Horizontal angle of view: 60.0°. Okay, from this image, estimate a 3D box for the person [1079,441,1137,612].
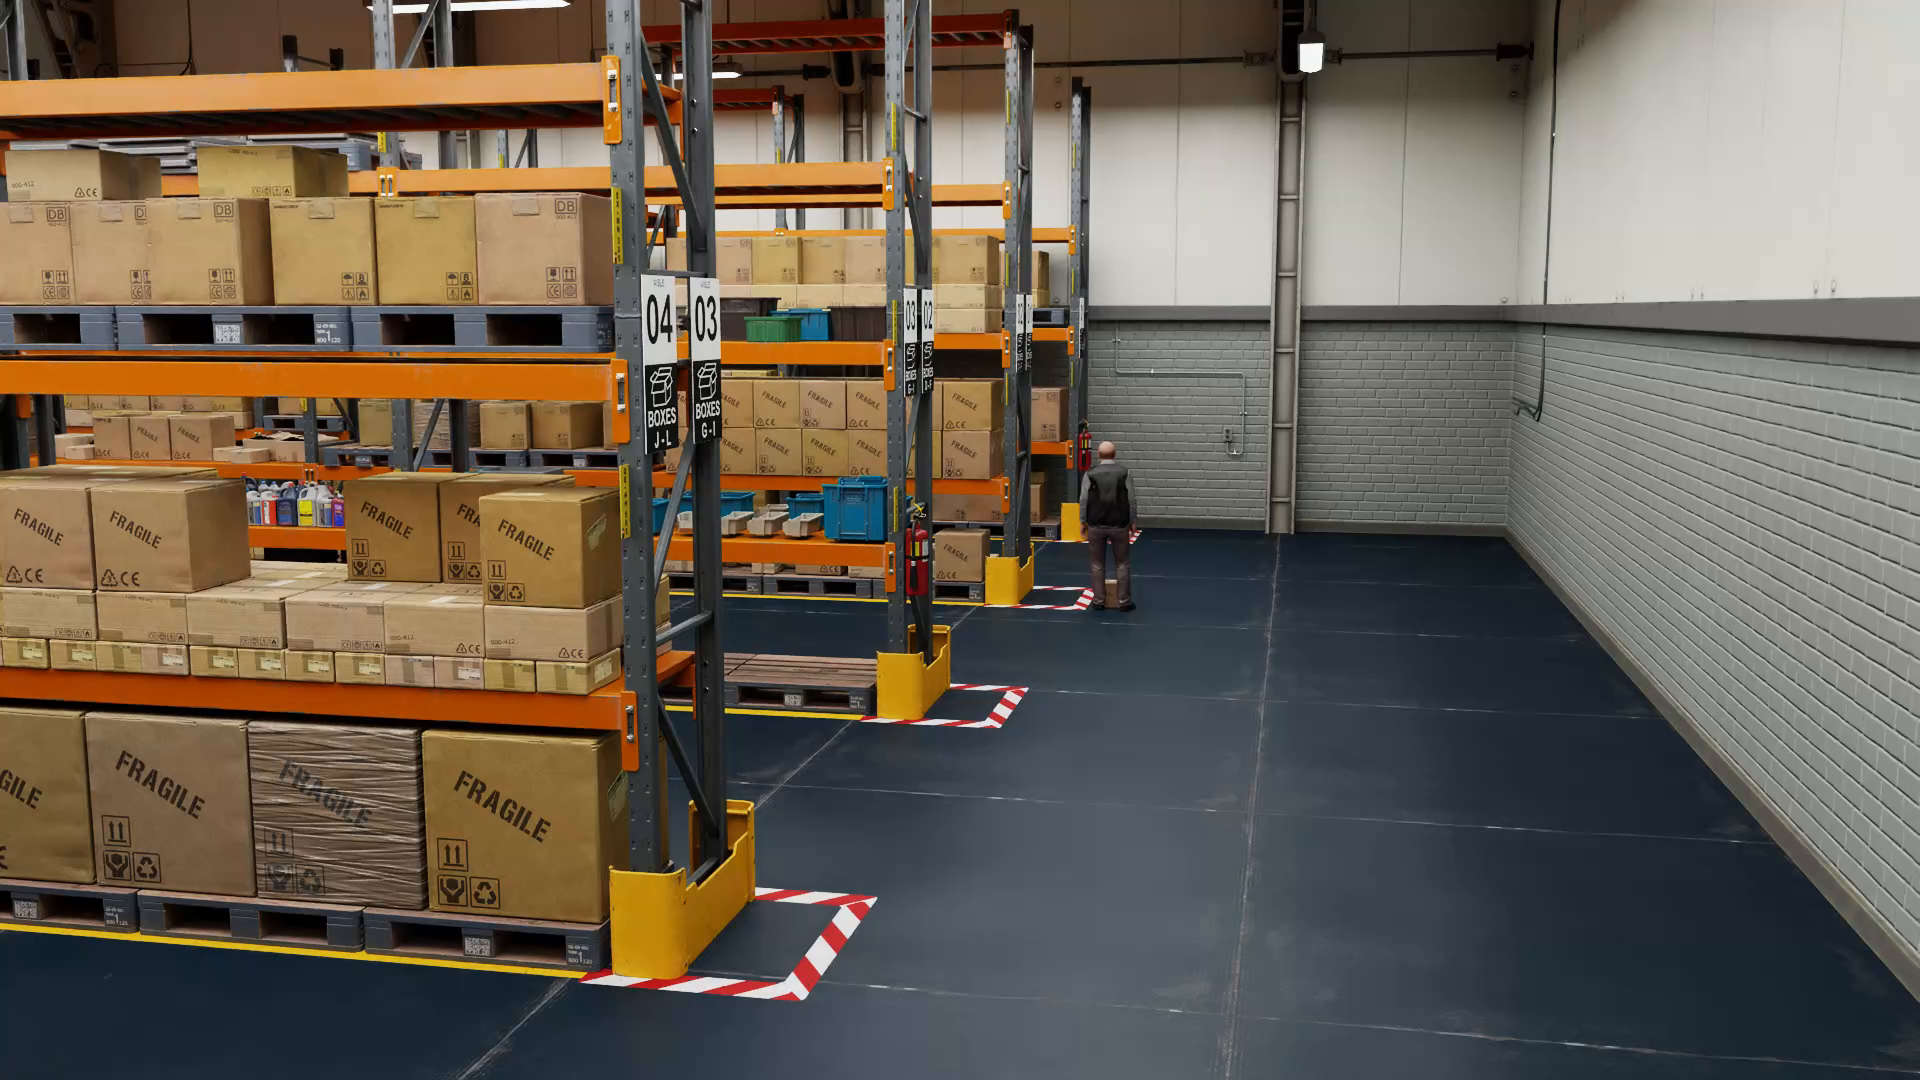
[{"bbox_3d":[1.505,-0.139,16.904,0.593,1.720,0.473,1,8,5],"label":"person"}]
